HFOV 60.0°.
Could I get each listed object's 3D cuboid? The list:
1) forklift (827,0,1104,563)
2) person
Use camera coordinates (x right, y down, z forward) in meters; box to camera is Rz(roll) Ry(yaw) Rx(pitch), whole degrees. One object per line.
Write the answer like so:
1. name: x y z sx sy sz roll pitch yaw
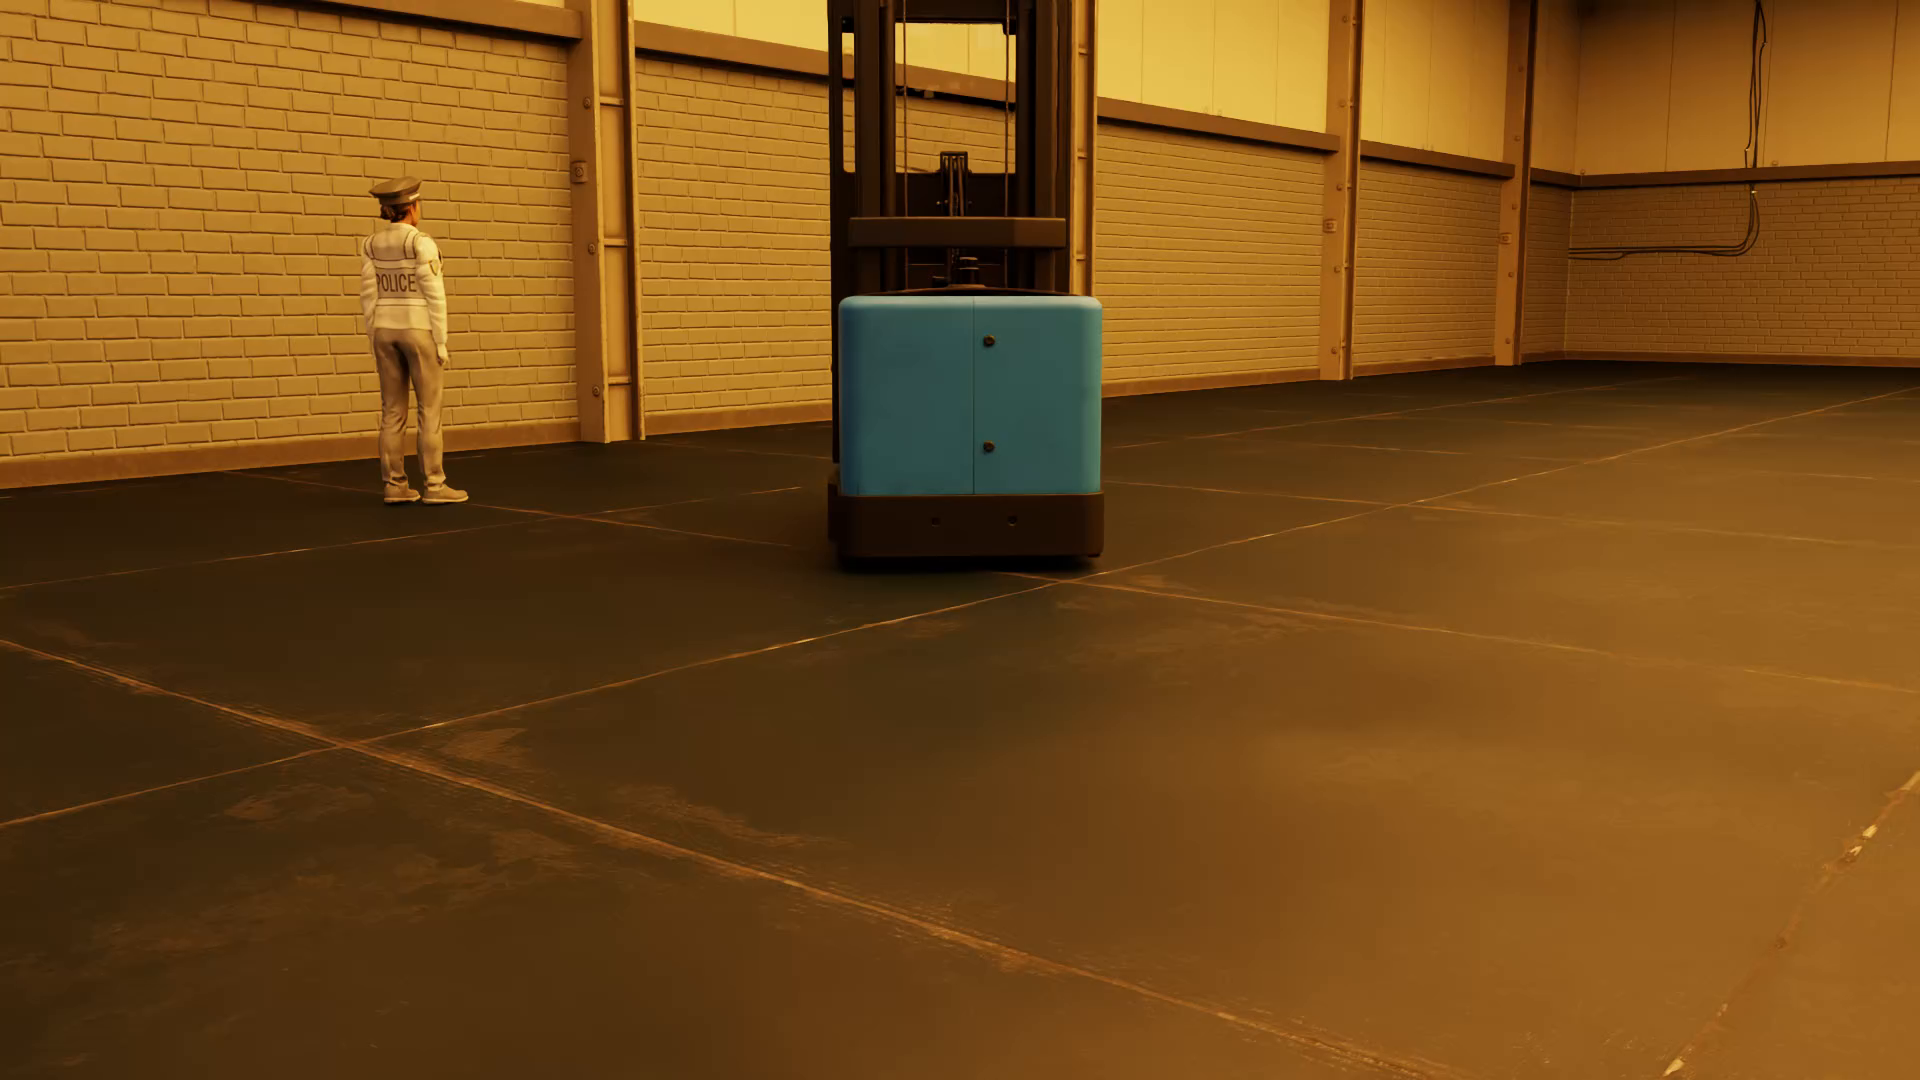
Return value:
1. forklift: -0.065 -1.534 7.764 1.130 2.935 3.031 -1 8 -5
2. person: -2.854 -1.030 8.624 0.461 1.693 0.341 2 9 15
